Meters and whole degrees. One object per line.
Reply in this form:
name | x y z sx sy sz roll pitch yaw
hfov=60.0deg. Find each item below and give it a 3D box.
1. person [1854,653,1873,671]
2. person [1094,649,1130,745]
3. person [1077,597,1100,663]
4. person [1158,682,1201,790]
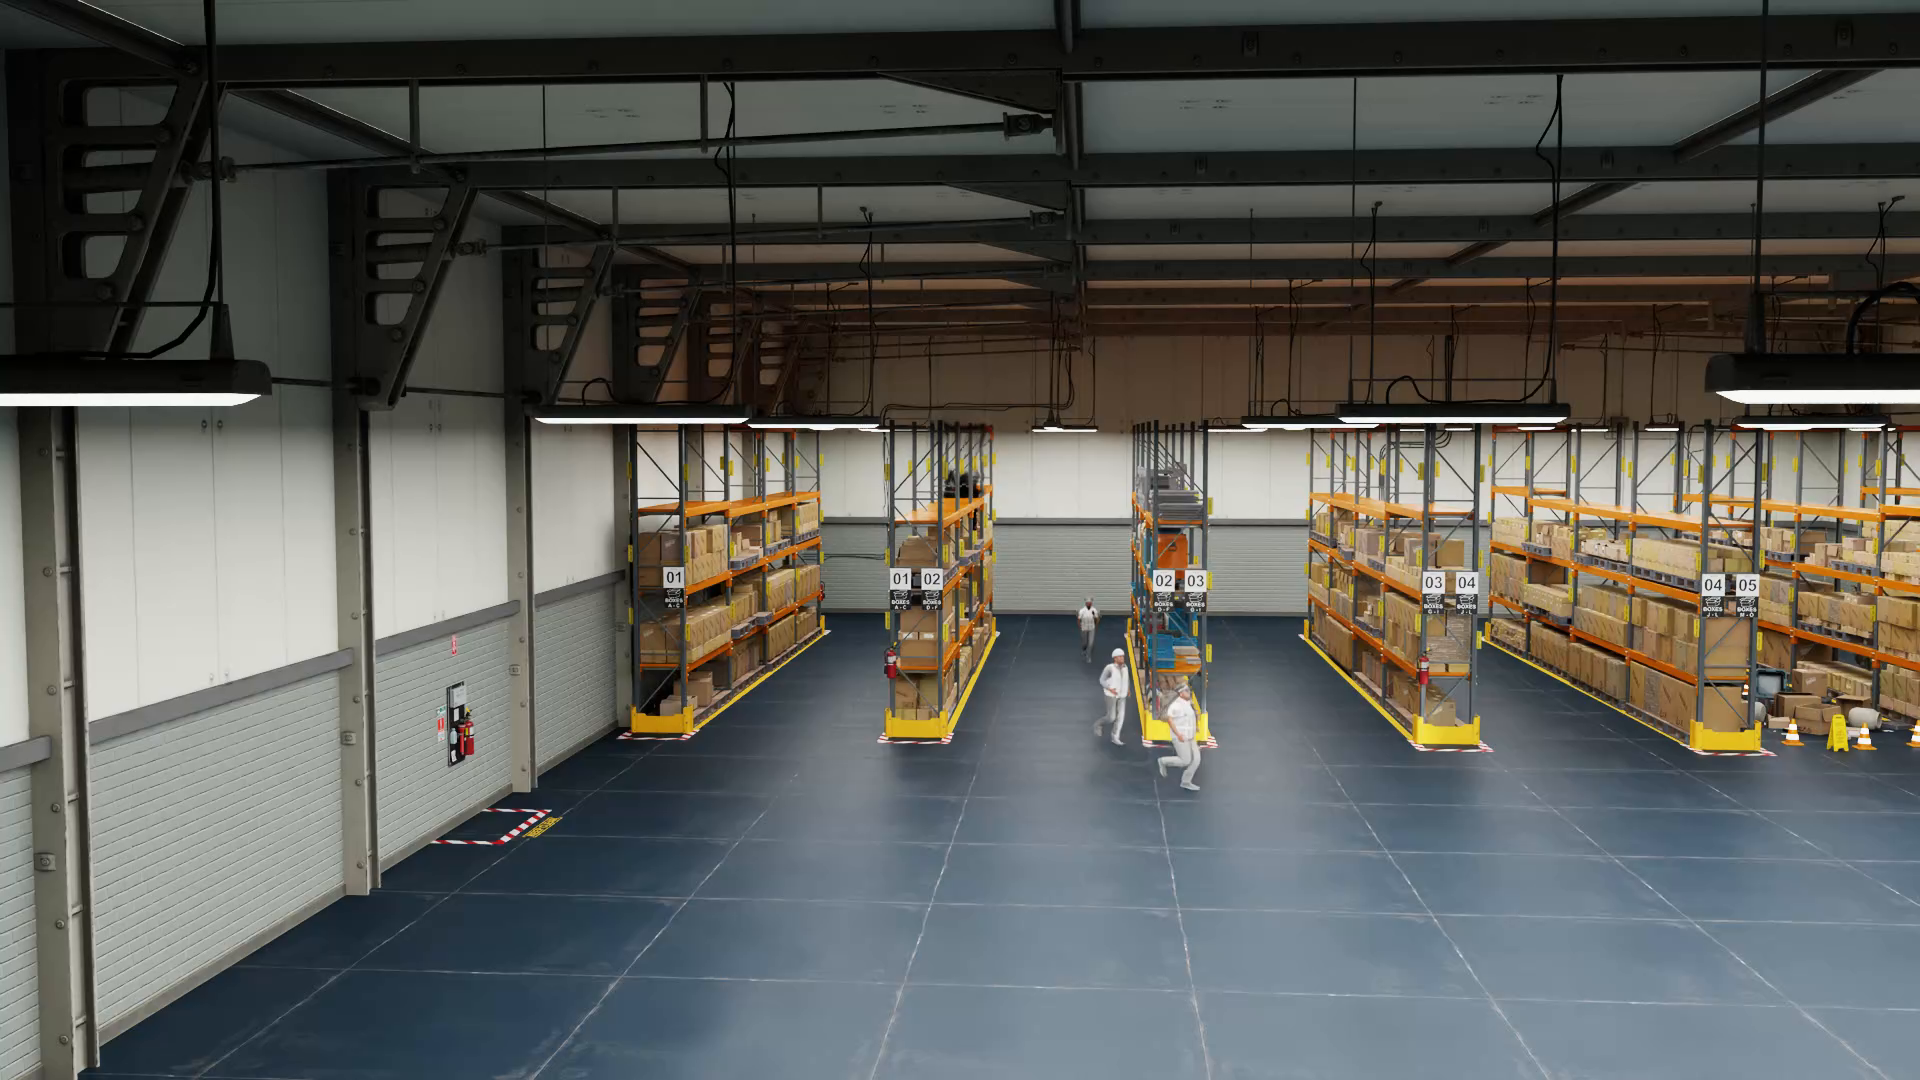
person | 21.602 2.340 39.714 0.741 1.795 0.735 0 4 5
person | 2.904 2.898 30.985 0.693 1.745 0.751 -2 4 -29
person | 3.240 2.252 41.945 0.562 1.654 0.687 0 4 0
person | 3.570 3.161 26.937 0.659 1.747 0.683 2 4 33
